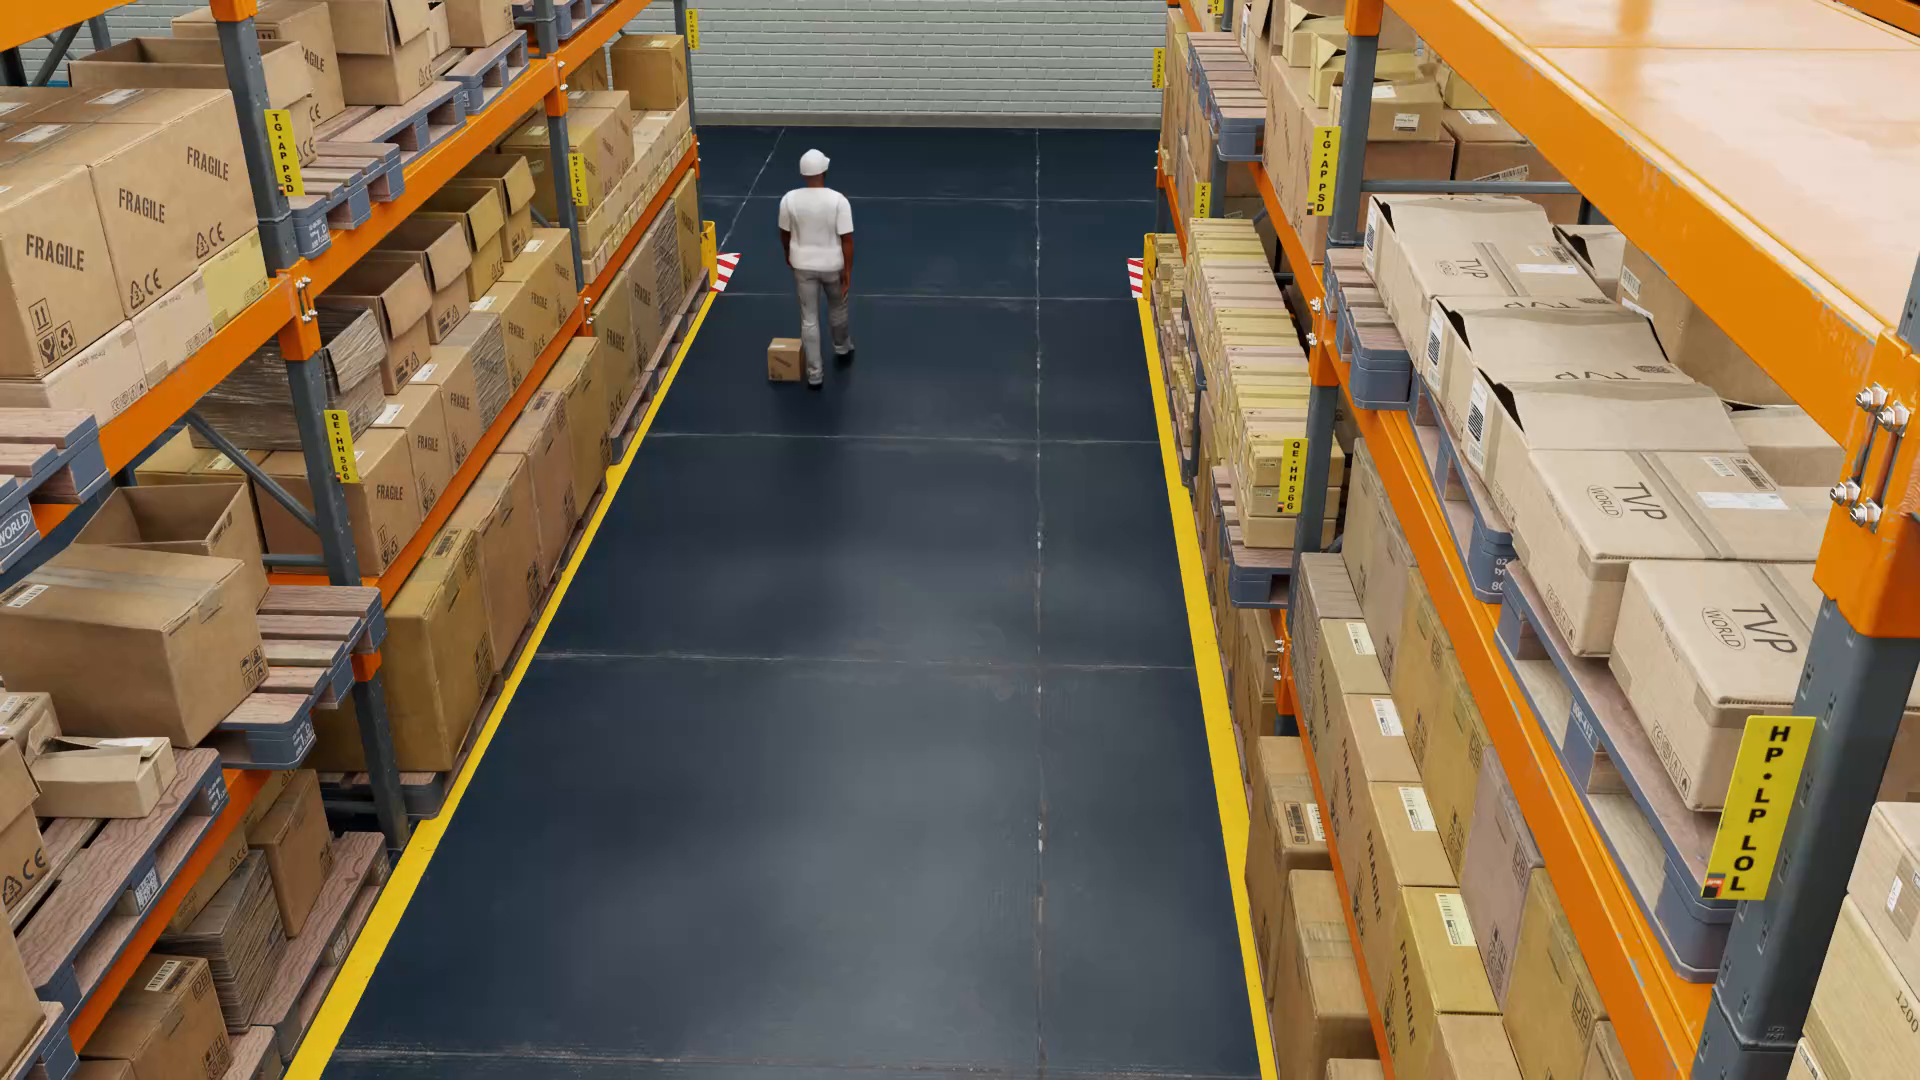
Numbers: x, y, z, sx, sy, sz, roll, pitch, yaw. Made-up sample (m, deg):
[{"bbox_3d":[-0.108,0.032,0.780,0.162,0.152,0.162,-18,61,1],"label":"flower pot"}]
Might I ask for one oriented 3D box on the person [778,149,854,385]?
[{"bbox_3d":[-1.070,-2.131,12.603,0.568,1.733,0.920,0,28,0],"label":"person"}]
